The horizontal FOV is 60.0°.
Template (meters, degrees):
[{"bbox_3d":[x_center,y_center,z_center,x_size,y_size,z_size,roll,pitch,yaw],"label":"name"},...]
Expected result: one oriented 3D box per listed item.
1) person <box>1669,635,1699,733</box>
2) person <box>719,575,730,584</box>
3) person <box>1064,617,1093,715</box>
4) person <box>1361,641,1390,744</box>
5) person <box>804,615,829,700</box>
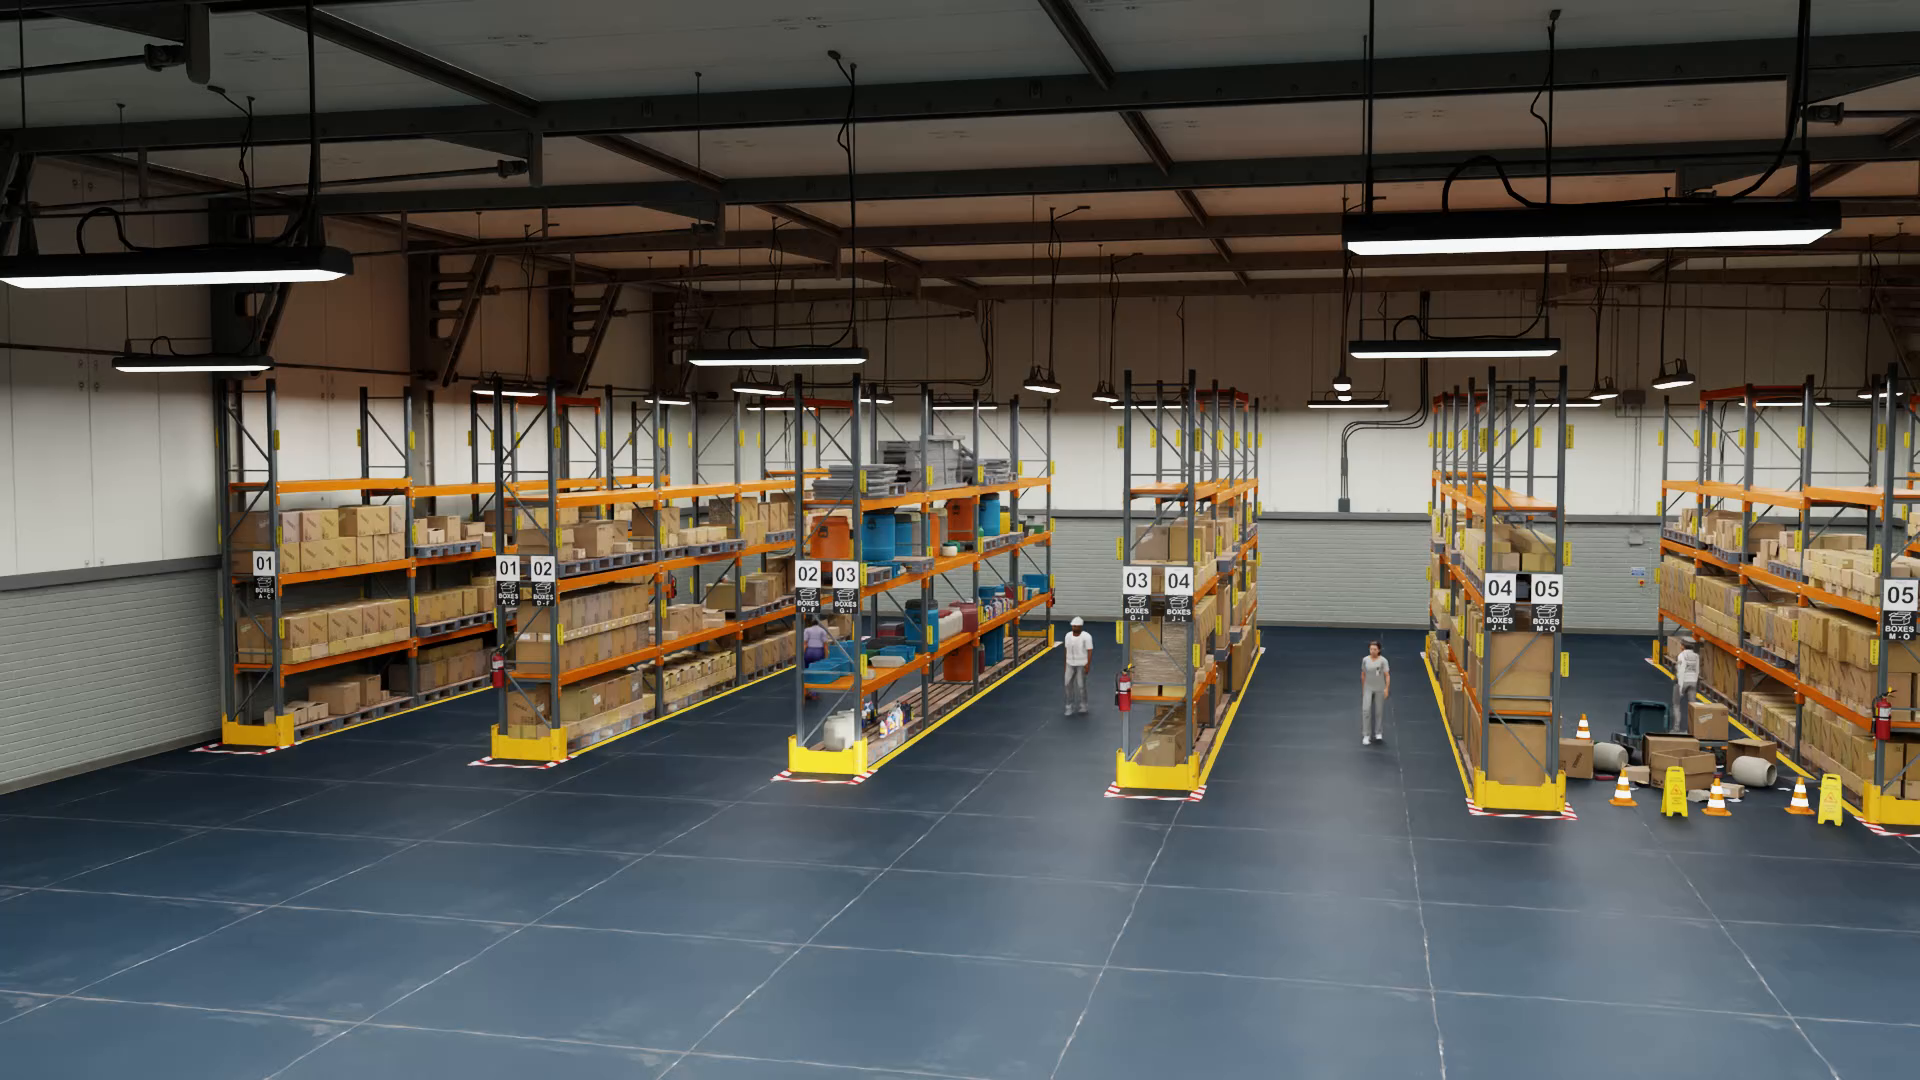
[{"bbox_3d":[12.368,2.490,28.267,0.465,1.715,0.667,0,3,0],"label":"person"},{"bbox_3d":[-5.956,1.670,41.725,0.869,1.620,0.490,-1,4,-22],"label":"person"},{"bbox_3d":[2.147,2.319,30.389,0.633,1.837,0.519,2,4,34],"label":"person"},{"bbox_3d":[6.885,2.511,27.605,0.488,1.682,0.680,2,4,24],"label":"person"},{"bbox_3d":[-2.792,2.296,32.073,0.518,1.666,0.626,0,3,4],"label":"person"}]
